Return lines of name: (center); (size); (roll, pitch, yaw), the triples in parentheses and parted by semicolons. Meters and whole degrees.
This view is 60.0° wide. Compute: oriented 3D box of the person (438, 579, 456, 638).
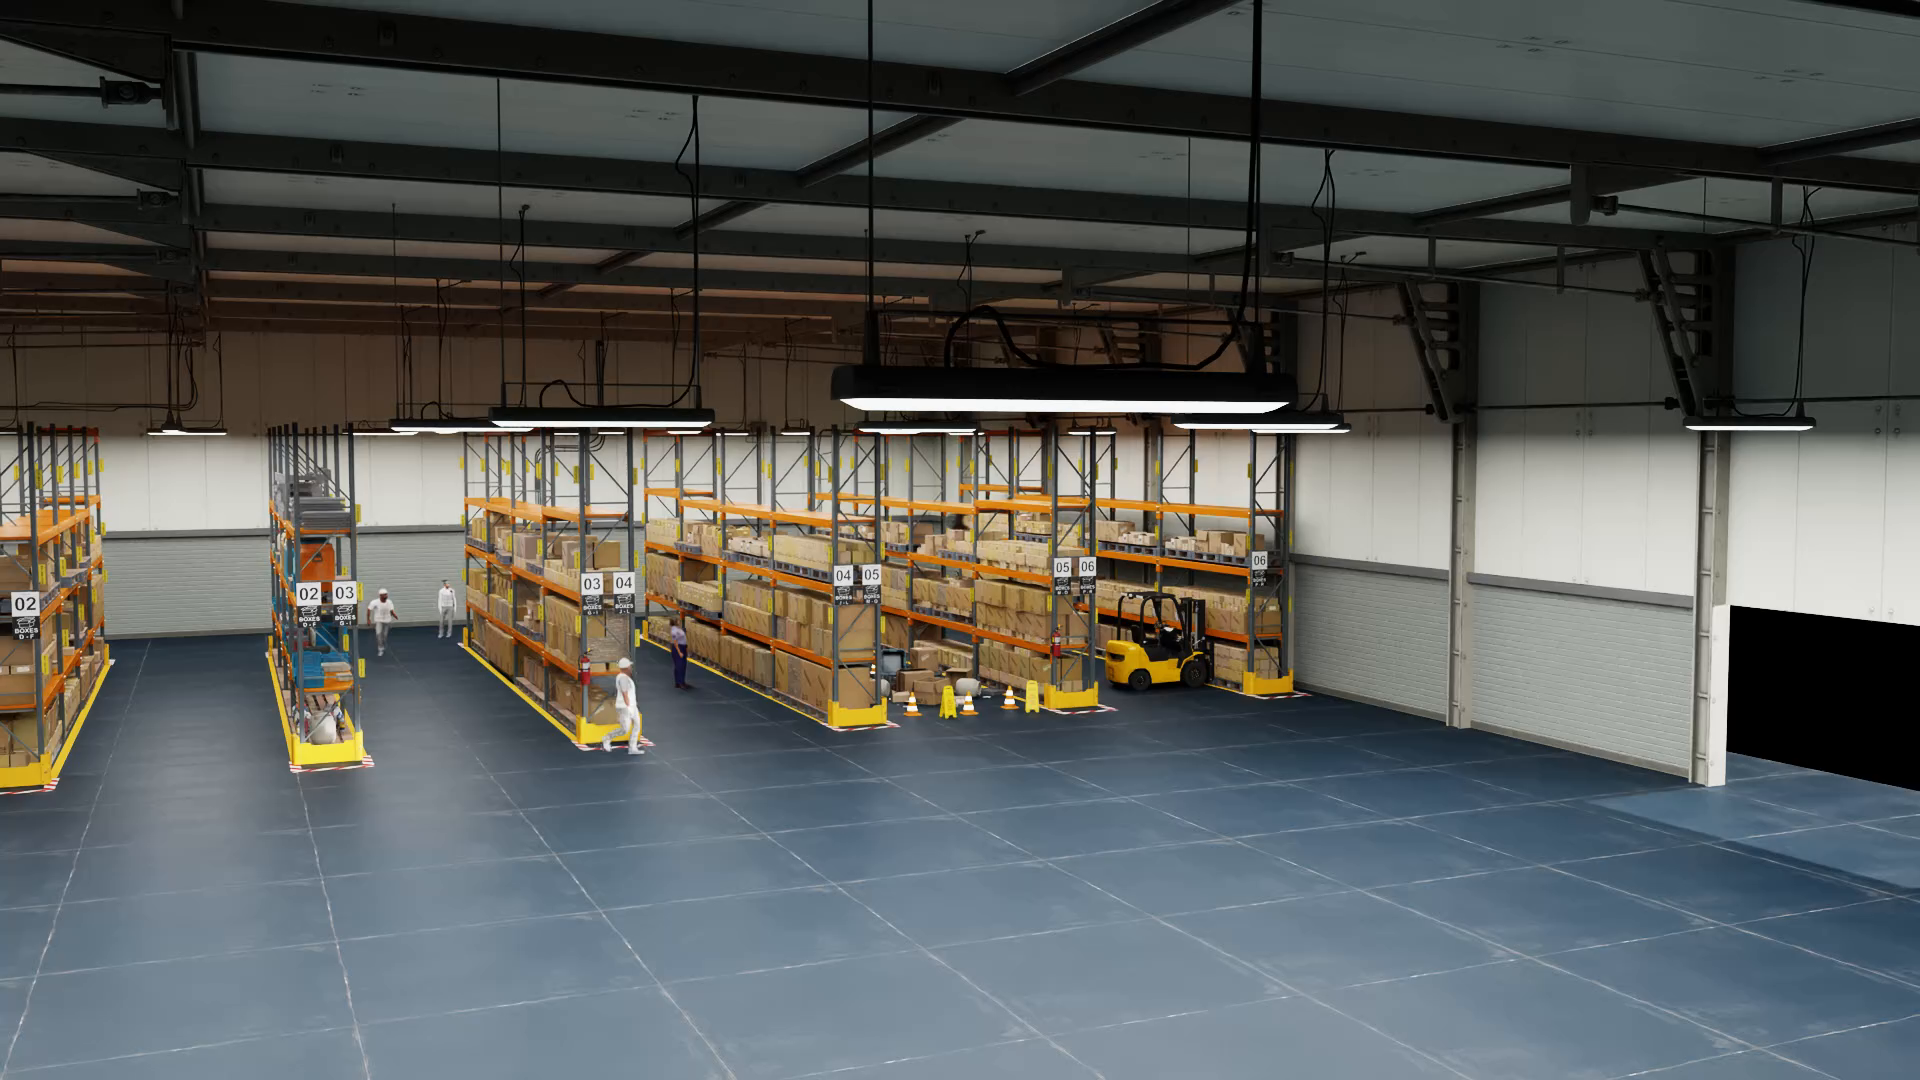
person: (-14.804, 1.980, 47.947); (0.537, 1.736, 0.388); (-1, 4, -15)

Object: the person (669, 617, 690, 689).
person: (-6.422, 2.584, 38.271); (0.463, 1.657, 0.542); (1, 4, 15)

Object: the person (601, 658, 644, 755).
person: (-6.073, 3.000, 29.964); (0.749, 1.754, 0.496); (1, 4, 16)

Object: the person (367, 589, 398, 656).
person: (-15.353, 2.171, 44.198); (0.765, 1.744, 1.003); (-2, 4, -25)
